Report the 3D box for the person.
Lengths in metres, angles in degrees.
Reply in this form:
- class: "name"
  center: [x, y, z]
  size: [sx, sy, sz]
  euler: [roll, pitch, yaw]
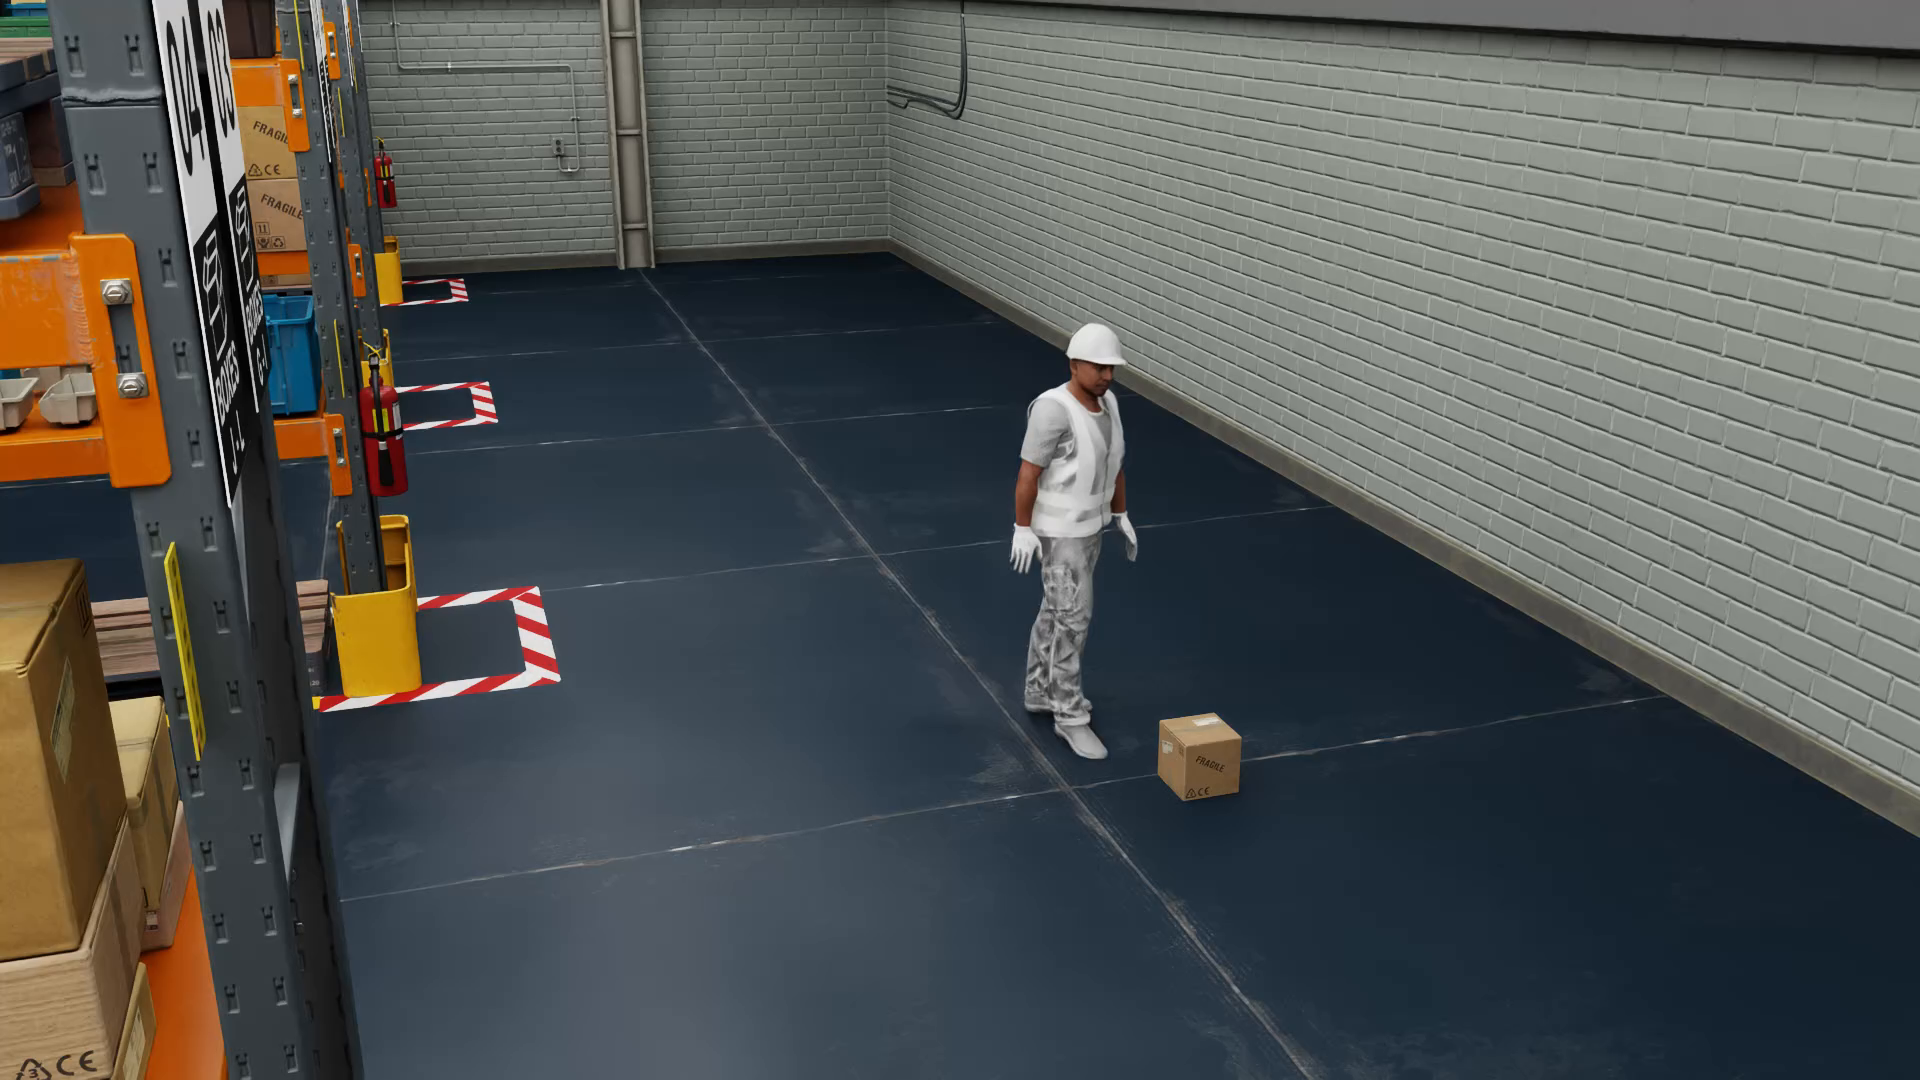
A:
- class: "person"
  center: [0.506, -0.023, 7.096]
  size: [0.513, 1.818, 0.570]
  euler: [10, 21, 26]
